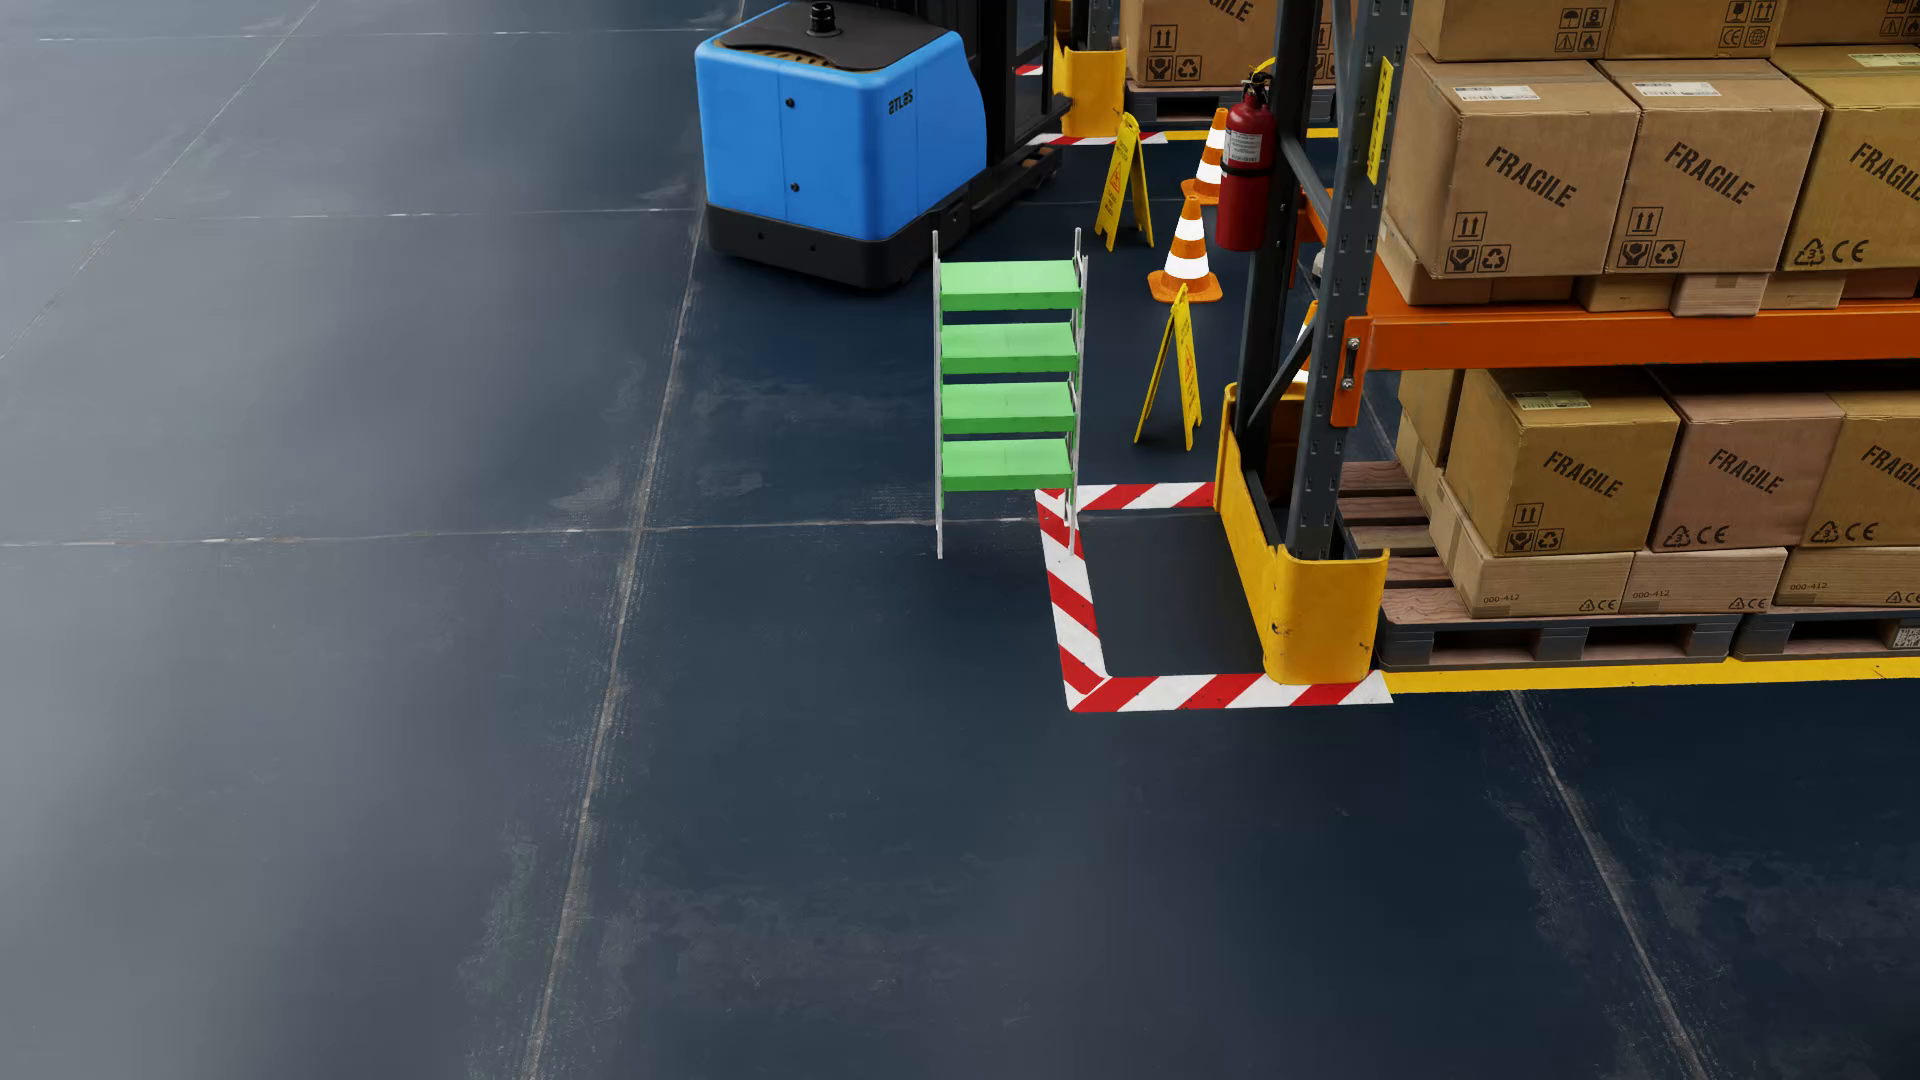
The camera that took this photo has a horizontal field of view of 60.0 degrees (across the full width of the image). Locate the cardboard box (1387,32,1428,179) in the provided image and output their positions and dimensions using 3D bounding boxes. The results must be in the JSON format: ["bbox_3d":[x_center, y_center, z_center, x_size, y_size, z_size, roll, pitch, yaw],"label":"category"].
[{"bbox_3d":[1.634,-1.417,5.312,0.500,0.500,0.500,-2,35,-3],"label":"cardboard box"}]

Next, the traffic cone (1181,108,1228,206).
[{"bbox_3d":[1.367,-2.057,8.815,0.334,0.463,0.336,-2,35,-2],"label":"traffic cone"}]

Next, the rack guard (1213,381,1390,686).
[{"bbox_3d":[1.181,-0.056,5.892,0.348,0.500,1.175,-2,35,-2],"label":"rack guard"}]

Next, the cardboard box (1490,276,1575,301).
[{"bbox_3d":[1.705,-0.885,5.114,0.250,0.149,0.380,-1,35,-2],"label":"cardboard box"}]

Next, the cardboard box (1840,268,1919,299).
[{"bbox_3d":[2.748,-0.894,5.127,0.250,0.149,0.380,0,35,-1],"label":"cardboard box"}]

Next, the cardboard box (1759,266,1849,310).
[{"bbox_3d":[2.487,-0.853,5.067,0.250,0.149,0.380,-1,35,-1],"label":"cardboard box"}]

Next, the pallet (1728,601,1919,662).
[{"bbox_3d":[3.209,0.030,6.022,1.213,0.211,1.003,-2,35,-2],"label":"pallet"}]

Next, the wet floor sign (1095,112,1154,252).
[{"bbox_3d":[0.834,-1.799,8.282,0.232,0.644,0.267,-7,35,-10],"label":"wet floor sign"}]

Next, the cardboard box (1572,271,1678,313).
[{"bbox_3d":[1.974,-0.846,5.057,0.250,0.149,0.380,-3,35,-4],"label":"cardboard box"}]

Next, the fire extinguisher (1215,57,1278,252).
[{"bbox_3d":[0.968,-1.309,5.573,0.183,0.674,0.296,-2,35,-2],"label":"fire extinguisher"}]

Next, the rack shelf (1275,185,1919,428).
[{"bbox_3d":[3.102,-0.840,5.460,4.000,0.370,1.077,-2,35,-2],"label":"rack shelf"}]

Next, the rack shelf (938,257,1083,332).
[{"bbox_3d":[0.165,-0.840,5.678,0.480,0.148,0.258,-2,35,-2],"label":"rack shelf"}]

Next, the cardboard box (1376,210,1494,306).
[{"bbox_3d":[1.454,-0.870,5.092,0.250,0.149,0.380,-1,35,-2],"label":"cardboard box"}]

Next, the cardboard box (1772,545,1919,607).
[{"bbox_3d":[2.978,-0.020,5.690,0.500,0.250,0.500,1,35,1],"label":"cardboard box"}]

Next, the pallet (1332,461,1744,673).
[{"bbox_3d":[1.994,0.061,5.976,1.213,0.211,1.003,-2,35,-2],"label":"pallet"}]

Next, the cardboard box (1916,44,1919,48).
[{"bbox_3d":[3.125,-1.149,4.925,0.500,0.500,0.500,-2,35,-3],"label":"cardboard box"}]

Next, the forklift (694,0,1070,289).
[{"bbox_3d":[-0.096,-3.205,8.305,1.130,2.935,3.031,17,38,23],"label":"forklift"}]

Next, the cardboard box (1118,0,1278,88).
[{"bbox_3d":[1.444,-3.248,9.805,0.875,0.875,0.875,-1,35,-2],"label":"cardboard box"}]

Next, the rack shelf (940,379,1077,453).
[{"bbox_3d":[0.165,-0.445,5.951,0.480,0.148,0.258,-2,35,-2],"label":"rack shelf"}]

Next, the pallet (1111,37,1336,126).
[{"bbox_3d":[1.564,-2.812,10.128,1.213,0.211,1.003,-2,35,-2],"label":"pallet"}]

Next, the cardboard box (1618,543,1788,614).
[{"bbox_3d":[2.434,0.002,5.658,0.500,0.250,0.500,0,35,-1],"label":"cardboard box"}]

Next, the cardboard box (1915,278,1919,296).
[{"bbox_3d":[3.012,-0.884,5.113,0.250,0.149,0.380,-2,35,-3],"label":"cardboard box"}]

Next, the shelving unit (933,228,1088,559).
[{"bbox_3d":[0.165,-0.498,5.915,0.503,1.200,0.258,-2,35,-2],"label":"shelving unit"}]

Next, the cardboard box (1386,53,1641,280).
[{"bbox_3d":[1.591,-1.100,4.855,0.500,0.500,0.500,-2,35,-3],"label":"cardboard box"}]

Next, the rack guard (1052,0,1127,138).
[{"bbox_3d":[0.745,-2.864,9.950,0.348,0.500,1.175,-2,35,-2],"label":"rack guard"}]

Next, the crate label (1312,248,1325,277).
[{"bbox_3d":[1.863,-1.328,8.048,0.298,0.136,0.250,-20,39,-26],"label":"crate label"}]

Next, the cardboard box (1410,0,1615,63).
[{"bbox_3d":[1.605,-1.794,4.979,0.500,0.500,0.700,-2,35,-3],"label":"cardboard box"}]

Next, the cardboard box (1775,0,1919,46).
[{"bbox_3d":[2.615,-1.876,5.097,0.500,0.500,0.700,-2,35,-3],"label":"cardboard box"}]

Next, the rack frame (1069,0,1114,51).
[{"bbox_3d":[0.769,-3.893,9.239,0.127,3.000,1.000,-2,35,-2],"label":"rack frame"}]

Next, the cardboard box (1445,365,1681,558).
[{"bbox_3d":[1.947,-0.298,5.433,0.500,0.500,0.500,-3,35,-4],"label":"cardboard box"}]

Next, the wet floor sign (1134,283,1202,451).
[{"bbox_3d":[0.864,-0.717,6.719,0.232,0.644,0.267,10,36,14],"label":"wet floor sign"}]

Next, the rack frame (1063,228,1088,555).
[{"bbox_3d":[0.409,-0.504,5.924,0.015,1.200,0.240,-2,35,-2],"label":"rack frame"}]

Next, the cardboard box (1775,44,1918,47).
[{"bbox_3d":[2.634,-1.439,5.344,0.500,0.500,0.500,-2,35,-2],"label":"cardboard box"}]

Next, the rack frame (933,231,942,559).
[{"bbox_3d":[-0.079,-0.491,5.905,0.015,1.200,0.240,-2,35,-2],"label":"rack frame"}]

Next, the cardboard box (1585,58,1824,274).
[{"bbox_3d":[2.108,-1.116,4.878,0.500,0.500,0.500,-1,35,-1],"label":"cardboard box"}]

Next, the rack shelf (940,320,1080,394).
[{"bbox_3d":[0.165,-0.643,5.815,0.480,0.148,0.258,-2,35,-2],"label":"rack shelf"}]

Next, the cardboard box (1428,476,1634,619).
[{"bbox_3d":[1.923,0.012,5.645,0.500,0.250,0.500,-2,35,-3],"label":"cardboard box"}]

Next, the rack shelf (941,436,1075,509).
[{"bbox_3d":[0.165,-0.248,6.088,0.480,0.148,0.258,-2,35,-2],"label":"rack shelf"}]

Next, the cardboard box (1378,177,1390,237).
[{"bbox_3d":[1.468,-1.110,5.439,0.250,0.149,0.380,0,35,-1],"label":"cardboard box"}]

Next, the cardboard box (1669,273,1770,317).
[{"bbox_3d":[2.230,-0.827,5.029,0.250,0.149,0.380,-1,35,-1],"label":"cardboard box"}]

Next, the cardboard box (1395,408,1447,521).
[{"bbox_3d":[1.923,-0.299,6.094,0.500,0.250,0.500,-2,35,-2],"label":"cardboard box"}]

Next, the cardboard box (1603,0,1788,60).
[{"bbox_3d":[2.110,-1.804,4.993,0.500,0.500,0.700,-1,35,-2],"label":"cardboard box"}]

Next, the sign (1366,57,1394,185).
[{"bbox_3d":[1.130,-1.129,4.485,0.005,0.325,0.100,-2,35,-2],"label":"sign"}]

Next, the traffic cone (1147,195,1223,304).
[{"bbox_3d":[1.081,-1.405,7.874,0.334,0.463,0.336,-2,35,-2],"label":"traffic cone"}]

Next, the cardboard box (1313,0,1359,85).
[{"bbox_3d":[2.322,-3.273,9.841,0.875,0.875,0.875,-2,35,-3],"label":"cardboard box"}]

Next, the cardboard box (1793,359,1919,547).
[{"bbox_3d":[2.971,-0.323,5.469,0.500,0.500,0.500,-1,35,-1],"label":"cardboard box"}]

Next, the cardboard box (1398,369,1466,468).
[{"bbox_3d":[1.893,-0.602,5.872,0.500,0.500,0.500,-1,35,-2],"label":"cardboard box"}]

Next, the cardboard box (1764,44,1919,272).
[{"bbox_3d":[2.617,-1.131,4.899,0.500,0.500,0.500,-2,35,-3],"label":"cardboard box"}]

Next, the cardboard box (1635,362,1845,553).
[{"bbox_3d":[2.469,-0.314,5.457,0.500,0.500,0.500,-3,35,-4],"label":"cardboard box"}]

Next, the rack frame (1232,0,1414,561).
[{"bbox_3d":[1.105,-1.082,5.177,0.127,3.000,1.000,-2,35,-2],"label":"rack frame"}]

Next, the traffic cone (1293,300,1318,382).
[{"bbox_3d":[1.473,-0.784,6.976,0.334,0.463,0.336,-2,35,-2],"label":"traffic cone"}]

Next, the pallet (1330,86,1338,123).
[{"bbox_3d":[2.780,-2.843,10.173,1.213,0.211,1.003,-2,35,-2],"label":"pallet"}]
